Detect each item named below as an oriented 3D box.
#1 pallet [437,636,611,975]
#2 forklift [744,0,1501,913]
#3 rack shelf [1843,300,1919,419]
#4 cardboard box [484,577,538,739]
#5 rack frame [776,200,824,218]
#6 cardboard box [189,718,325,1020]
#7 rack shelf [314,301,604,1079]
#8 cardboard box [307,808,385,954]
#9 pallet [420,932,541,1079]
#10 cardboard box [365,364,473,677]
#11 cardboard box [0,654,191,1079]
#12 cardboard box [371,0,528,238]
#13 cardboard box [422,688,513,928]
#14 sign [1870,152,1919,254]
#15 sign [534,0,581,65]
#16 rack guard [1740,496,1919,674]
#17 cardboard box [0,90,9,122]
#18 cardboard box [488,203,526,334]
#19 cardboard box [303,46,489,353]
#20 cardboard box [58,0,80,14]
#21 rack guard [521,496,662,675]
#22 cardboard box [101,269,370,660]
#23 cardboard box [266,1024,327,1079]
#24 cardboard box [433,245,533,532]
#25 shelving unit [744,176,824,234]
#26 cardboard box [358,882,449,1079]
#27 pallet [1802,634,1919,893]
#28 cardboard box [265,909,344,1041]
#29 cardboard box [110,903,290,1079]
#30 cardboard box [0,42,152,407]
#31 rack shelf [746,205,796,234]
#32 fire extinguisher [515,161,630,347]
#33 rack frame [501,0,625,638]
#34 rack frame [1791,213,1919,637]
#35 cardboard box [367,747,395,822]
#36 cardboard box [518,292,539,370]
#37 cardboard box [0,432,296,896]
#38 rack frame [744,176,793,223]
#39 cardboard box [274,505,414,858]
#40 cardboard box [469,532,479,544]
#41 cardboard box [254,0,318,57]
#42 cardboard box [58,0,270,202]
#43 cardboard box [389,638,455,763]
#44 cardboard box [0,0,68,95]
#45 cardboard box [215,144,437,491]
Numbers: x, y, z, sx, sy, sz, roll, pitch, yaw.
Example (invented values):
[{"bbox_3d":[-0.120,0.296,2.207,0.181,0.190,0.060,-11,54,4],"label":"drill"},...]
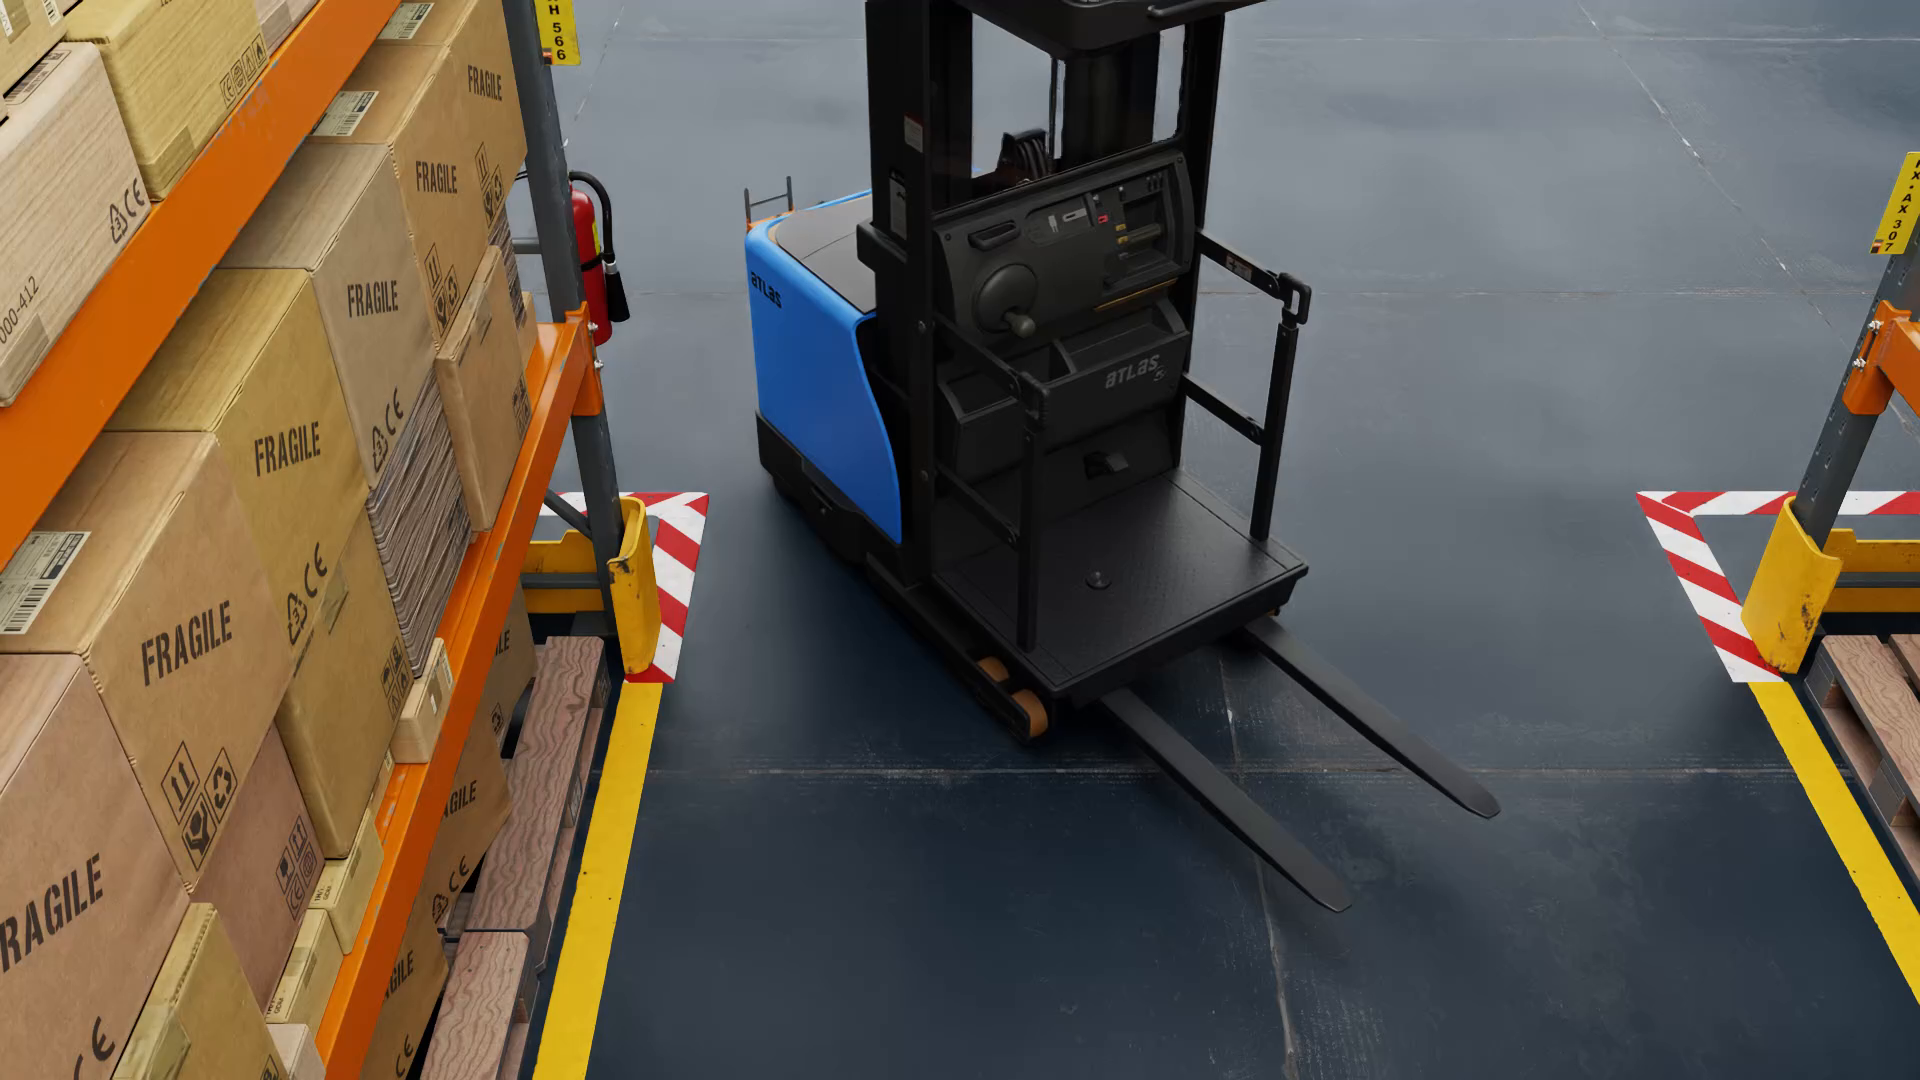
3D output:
[{"bbox_3d":[-1.677,0.777,5.112,1.003,0.211,1.213,0,39,0],"label":"pallet"},{"bbox_3d":[0.464,-0.834,4.947,1.130,2.935,3.031,-23,44,-26],"label":"forklift"},{"bbox_3d":[3.312,0.661,3.602,1.077,0.370,4.000,0,39,0],"label":"rack shelf"},{"bbox_3d":[-1.659,0.335,5.096,0.500,0.500,0.500,7,39,8],"label":"cardboard box"},{"bbox_3d":[-0.585,-0.807,6.418,0.200,1.050,0.008,-23,44,-26],"label":"rack frame"},{"bbox_3d":[-1.644,0.573,2.819,0.875,0.500,0.500,0,39,0],"label":"cardboard box"},{"bbox_3d":[-1.641,0.665,3.597,1.077,0.370,4.000,0,39,0],"label":"rack shelf"},{"bbox_3d":[-1.353,0.660,3.229,0.380,0.149,0.250,0,39,0],"label":"cardboard box"},{"bbox_3d":[-1.679,1.538,4.162,1.003,0.211,1.213,0,39,0],"label":"pallet"},{"bbox_3d":[-1.592,-0.052,3.599,0.875,0.500,0.500,0,39,0],"label":"cardboard box"},{"bbox_3d":[-1.387,0.495,2.116,0.500,0.500,0.500,0,39,0],"label":"cardboard box"},{"bbox_3d":[-1.395,-1.068,4.067,0.500,0.500,0.500,0,39,0],"label":"cardboard box"},{"bbox_3d":[-1.624,0.709,4.629,0.500,0.500,0.500,10,40,12],"label":"cardboard box"},{"bbox_3d":[2.760,-0.981,4.854,0.100,0.325,0.005,0,39,0],"label":"sign"},{"bbox_3d":[-1.088,-1.430,4.457,0.100,0.325,0.005,0,39,0],"label":"sign"},{"bbox_3d":[3.357,0.153,5.660,1.175,0.500,0.348,0,39,0],"label":"rack guard"},{"bbox_3d":[-1.335,-0.492,1.868,0.380,0.149,0.250,-1,39,-1],"label":"cardboard box"},{"bbox_3d":[-1.670,-0.678,4.379,0.875,0.500,0.500,0,39,0],"label":"cardboard box"},{"bbox_3d":[-1.389,-0.755,3.677,0.500,0.500,0.500,0,39,0],"label":"cardboard box"},{"bbox_3d":[-1.404,-0.813,2.268,0.380,0.149,0.250,1,39,1],"label":"cardboard box"},{"bbox_3d":[-1.643,0.156,5.655,1.175,0.500,0.348,0,39,0],"label":"rack guard"},{"bbox_3d":[-1.399,-0.130,2.896,0.500,0.500,0.500,0,39,0],"label":"cardboard box"},{"bbox_3d":[-1.322,0.973,2.838,0.380,0.149,0.250,0,39,0],"label":"cardboard box"},{"bbox_3d":[-1.549,-0.365,3.989,0.875,0.500,0.500,0,39,0],"label":"cardboard box"},{"bbox_3d":[-0.654,-0.870,6.496,0.215,1.050,0.252,-23,44,-26],"label":"shelving unit"},{"bbox_3d":[-1.642,1.101,4.141,0.500,0.500,0.500,3,39,4],"label":"cardboard box"},{"bbox_3d":[3.353,0.773,5.116,1.003,0.211,1.213,0,39,0],"label":"pallet"},{"bbox_3d":[-1.364,0.816,3.033,0.380,0.149,0.250,0,39,0],"label":"cardboard box"},{"bbox_3d":[-1.542,0.886,2.429,0.875,0.500,0.500,0,39,0],"label":"cardboard box"},{"bbox_3d":[-1.378,-0.400,2.072,0.500,0.250,0.500,-1,39,-2],"label":"cardboard box"},{"bbox_3d":[-0.654,-1.083,6.325,0.215,0.259,0.240,-23,44,-26],"label":"rack shelf"},{"bbox_3d":[-1.182,-0.908,5.047,0.296,0.674,0.183,0,39,0],"label":"fire extinguisher"},{"bbox_3d":[-1.643,-0.867,4.933,1.000,3.000,0.127,0,39,0],"label":"rack frame"},{"bbox_3d":[3.310,-0.870,4.937,1.000,3.000,0.127,0,39,0],"label":"rack frame"},{"bbox_3d":[-1.399,0.504,3.424,0.380,0.149,0.250,0,39,0],"label":"cardboard box"},{"bbox_3d":[-1.436,-0.591,4.789,0.380,0.149,0.250,0,39,0],"label":"cardboard box"},{"bbox_3d":[-1.387,0.183,2.506,0.500,0.500,0.500,0,39,0],"label":"cardboard box"},{"bbox_3d":[-0.724,-0.933,6.574,0.200,1.050,0.008,-23,44,-26],"label":"rack frame"},{"bbox_3d":[-1.603,0.260,3.209,0.875,0.500,0.500,0,39,0],"label":"cardboard box"},{"bbox_3d":[-1.400,-0.122,4.204,0.380,0.149,0.250,0,39,0],"label":"cardboard box"},{"bbox_3d":[-1.393,-1.045,2.876,0.500,0.250,0.500,1,39,1],"label":"cardboard box"},{"bbox_3d":[-1.387,-0.730,2.484,0.500,0.250,0.500,-1,39,-1],"label":"cardboard box"},{"bbox_3d":[-1.329,0.347,3.619,0.380,0.149,0.250,0,39,0],"label":"cardboard box"},{"bbox_3d":[-1.370,-0.652,2.067,0.380,0.149,0.250,-1,39,-1],"label":"cardboard box"},{"bbox_3d":[-1.391,-0.443,3.287,0.500,0.500,0.500,0,39,0],"label":"cardboard box"}]
